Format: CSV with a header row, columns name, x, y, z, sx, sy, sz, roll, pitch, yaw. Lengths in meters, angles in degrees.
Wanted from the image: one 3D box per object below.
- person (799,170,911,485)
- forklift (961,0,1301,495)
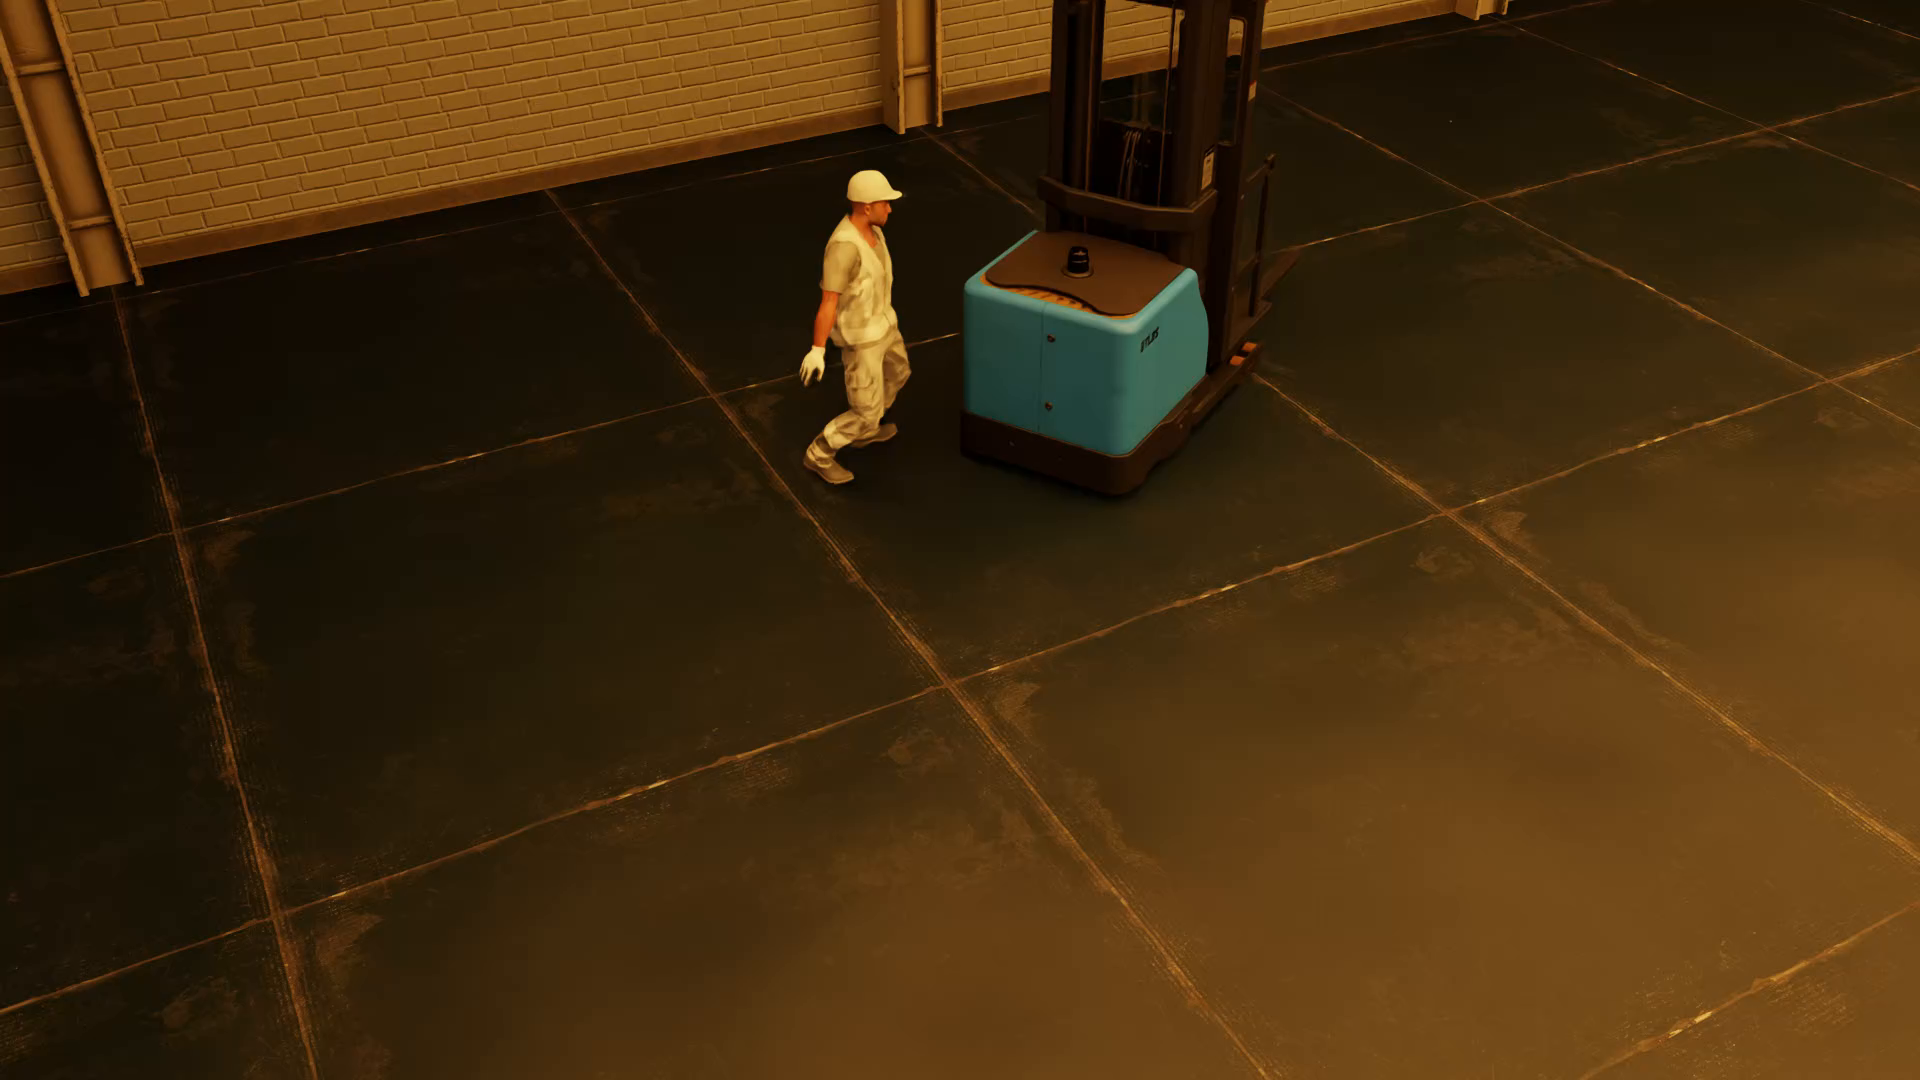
name,x,y,z,sx,sy,sz,roll,pitch,yaw
person,-0.585,-1.093,8.736,0.496,1.703,0.895,11,37,16
forklift,1.189,-2.262,9.323,1.130,2.935,3.031,19,39,25
